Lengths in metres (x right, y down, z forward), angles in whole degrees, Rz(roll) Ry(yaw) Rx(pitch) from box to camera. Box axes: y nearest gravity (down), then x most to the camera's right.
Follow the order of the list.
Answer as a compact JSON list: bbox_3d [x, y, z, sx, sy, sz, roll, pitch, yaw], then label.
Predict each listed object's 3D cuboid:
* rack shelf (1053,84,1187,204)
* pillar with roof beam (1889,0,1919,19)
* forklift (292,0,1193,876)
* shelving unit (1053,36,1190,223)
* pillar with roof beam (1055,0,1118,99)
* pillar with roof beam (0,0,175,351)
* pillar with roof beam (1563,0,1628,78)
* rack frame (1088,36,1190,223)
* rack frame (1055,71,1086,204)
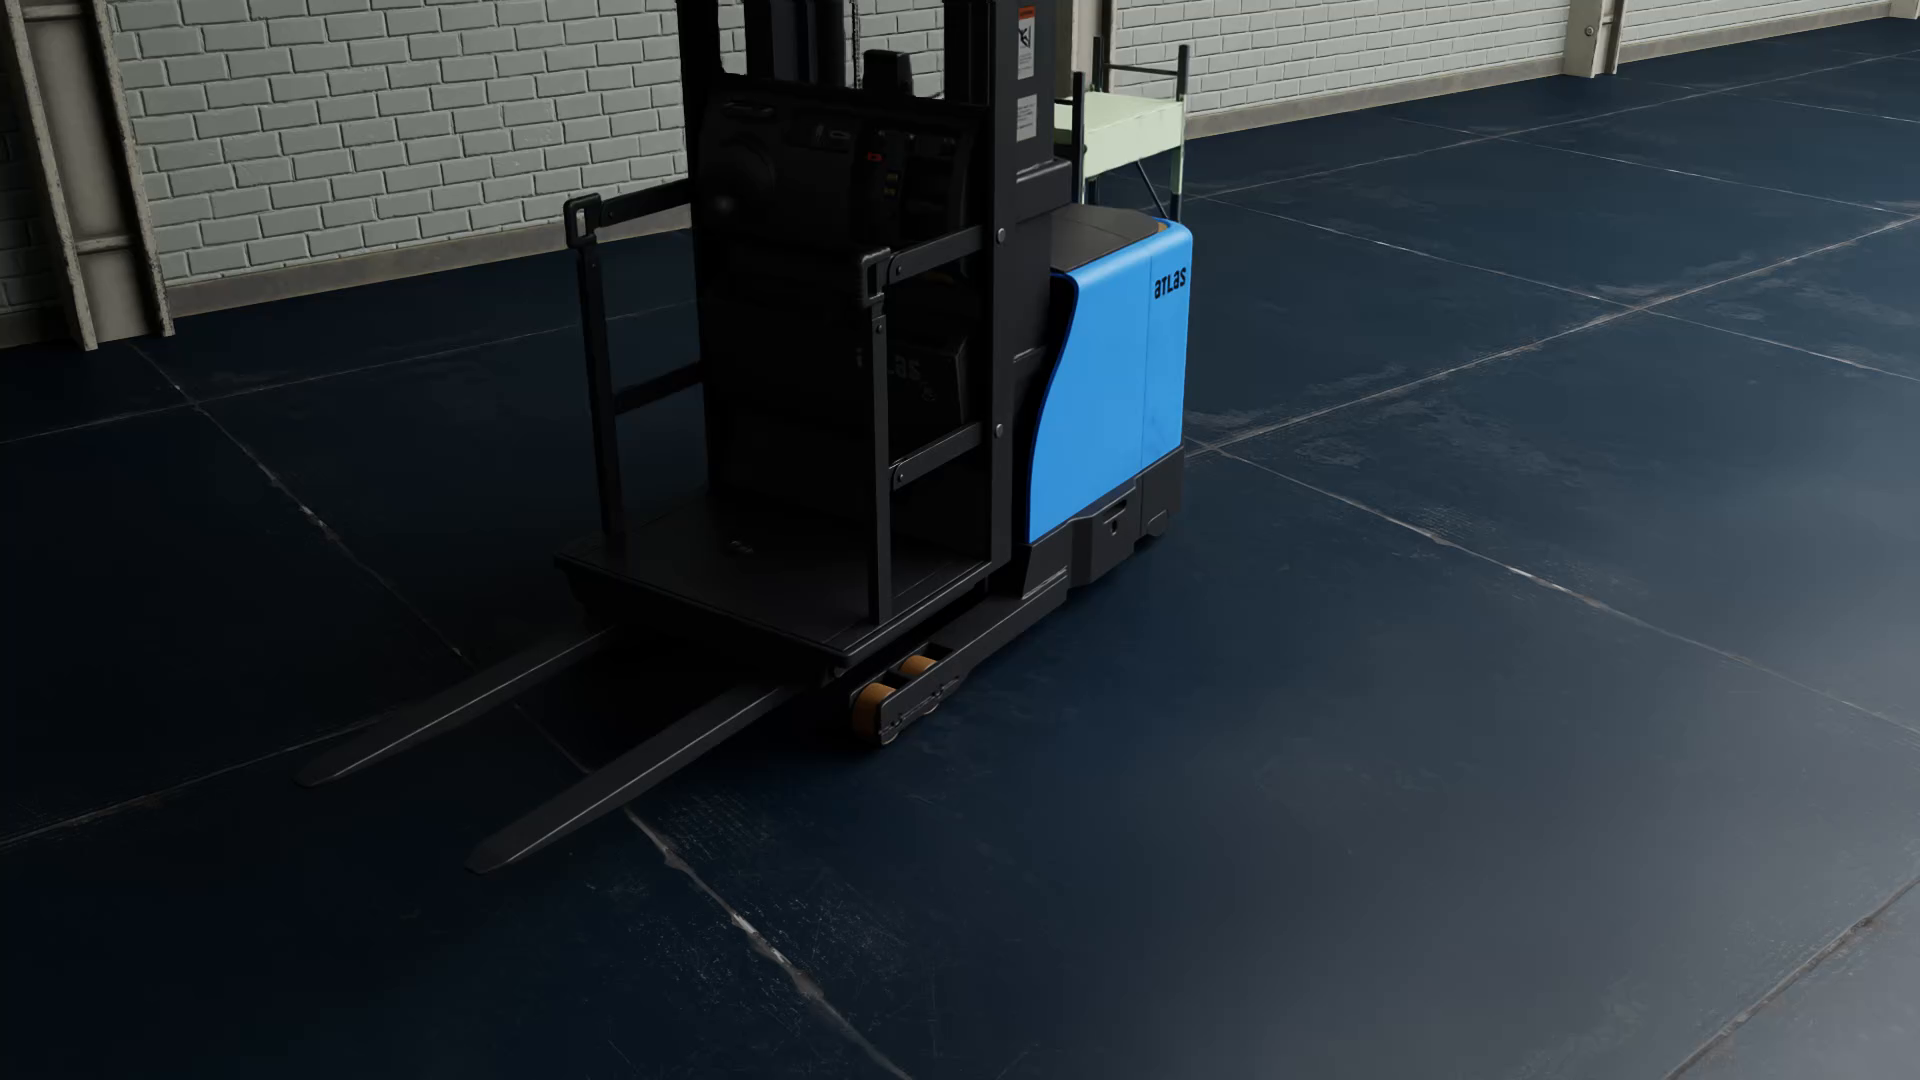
[{"bbox_3d":[0.463,-1.408,6.075,0.431,0.370,0.720,17,30,32],"label":"rack shelf"},{"bbox_3d":[12.873,-8.299,12.943,0.400,9.000,9.100,-18,31,-34],"label":"pillar with roof beam"},{"bbox_3d":[-0.471,-0.999,4.421,1.130,2.935,3.031,16,29,31],"label":"forklift"},{"bbox_3d":[0.463,-1.054,6.239,0.431,1.500,0.755,17,30,32],"label":"shelving unit"},{"bbox_3d":[3.430,-5.182,6.226,0.400,9.000,9.100,-18,31,-34],"label":"pillar with roof beam"},{"bbox_3d":[-1.291,-3.623,2.868,0.400,9.000,9.100,-18,31,-34],"label":"pillar with roof beam"},{"bbox_3d":[8.152,-6.741,9.584,0.400,9.000,9.100,-18,31,-34],"label":"pillar with roof beam"},{"bbox_3d":[0.675,-1.179,6.510,0.400,1.500,0.023,17,30,32],"label":"rack frame"},{"bbox_3d":[0.250,-0.928,5.968,0.400,1.500,0.023,17,30,32],"label":"rack frame"}]
